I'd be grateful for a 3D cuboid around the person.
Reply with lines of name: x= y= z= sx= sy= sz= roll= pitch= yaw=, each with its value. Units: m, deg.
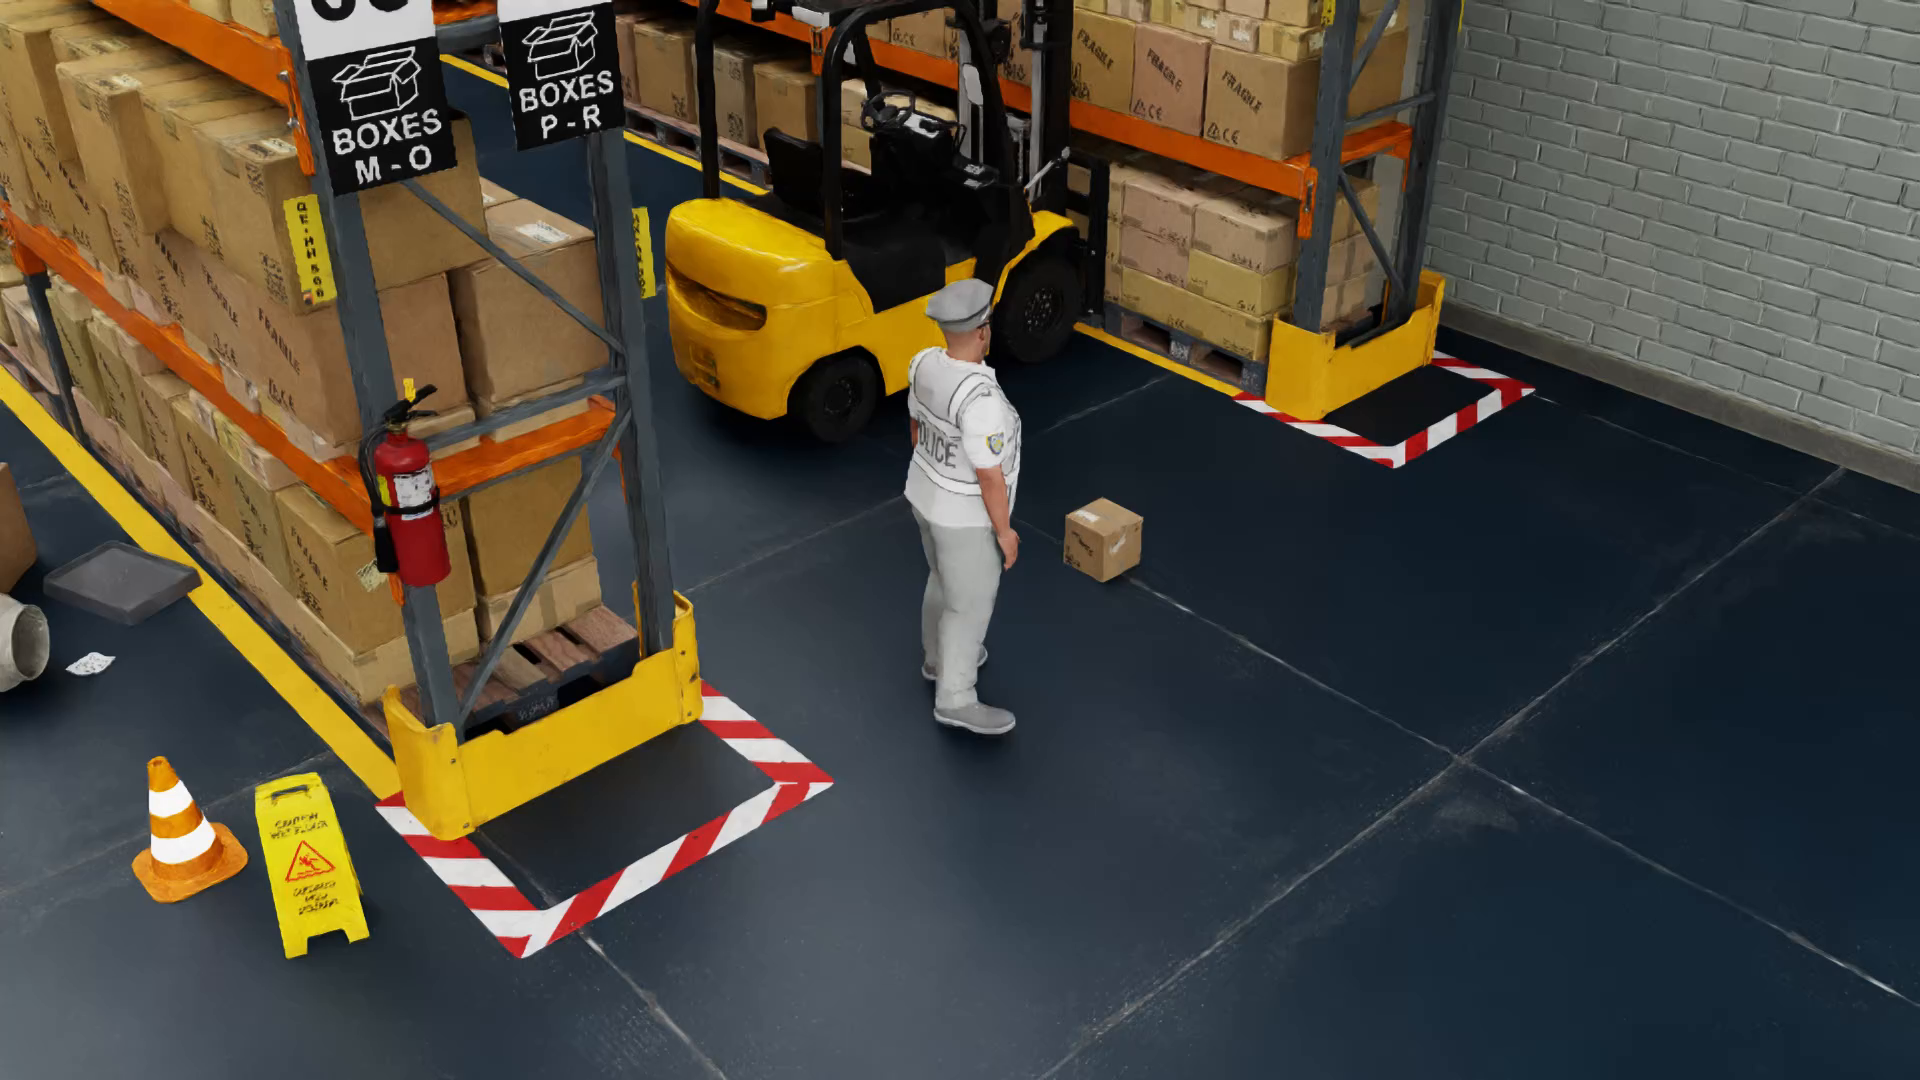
person: x=0.018 y=-0.126 z=6.289 sx=0.406 sy=1.772 sz=0.622 roll=-14 pitch=34 yaw=-21
